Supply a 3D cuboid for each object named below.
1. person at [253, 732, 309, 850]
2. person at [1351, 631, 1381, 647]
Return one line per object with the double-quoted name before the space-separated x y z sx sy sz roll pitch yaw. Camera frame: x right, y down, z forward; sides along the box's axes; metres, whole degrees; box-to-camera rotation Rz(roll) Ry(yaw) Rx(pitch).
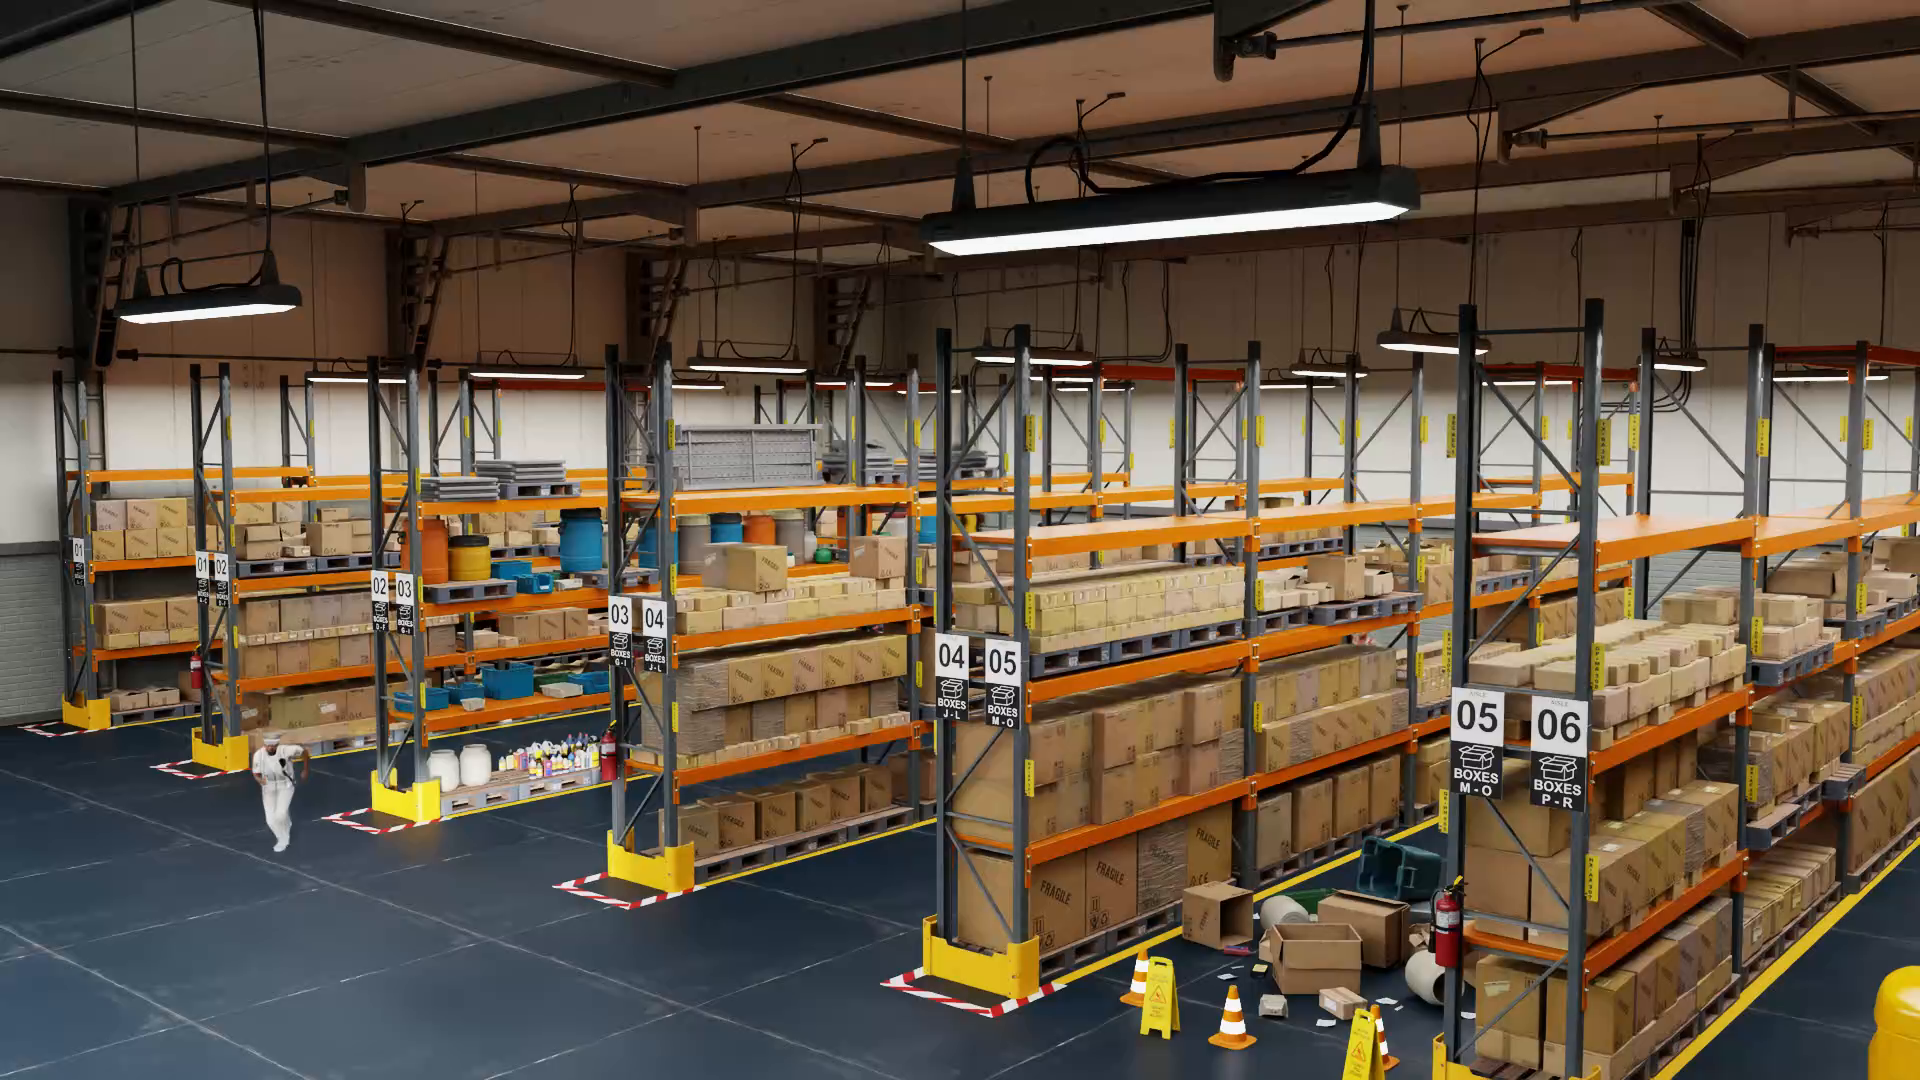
"person" -8.064 2.987 19.762 0.592 1.513 0.851 -1 4 -11
"person" 6.754 2.275 27.842 0.667 1.830 0.873 2 5 29
